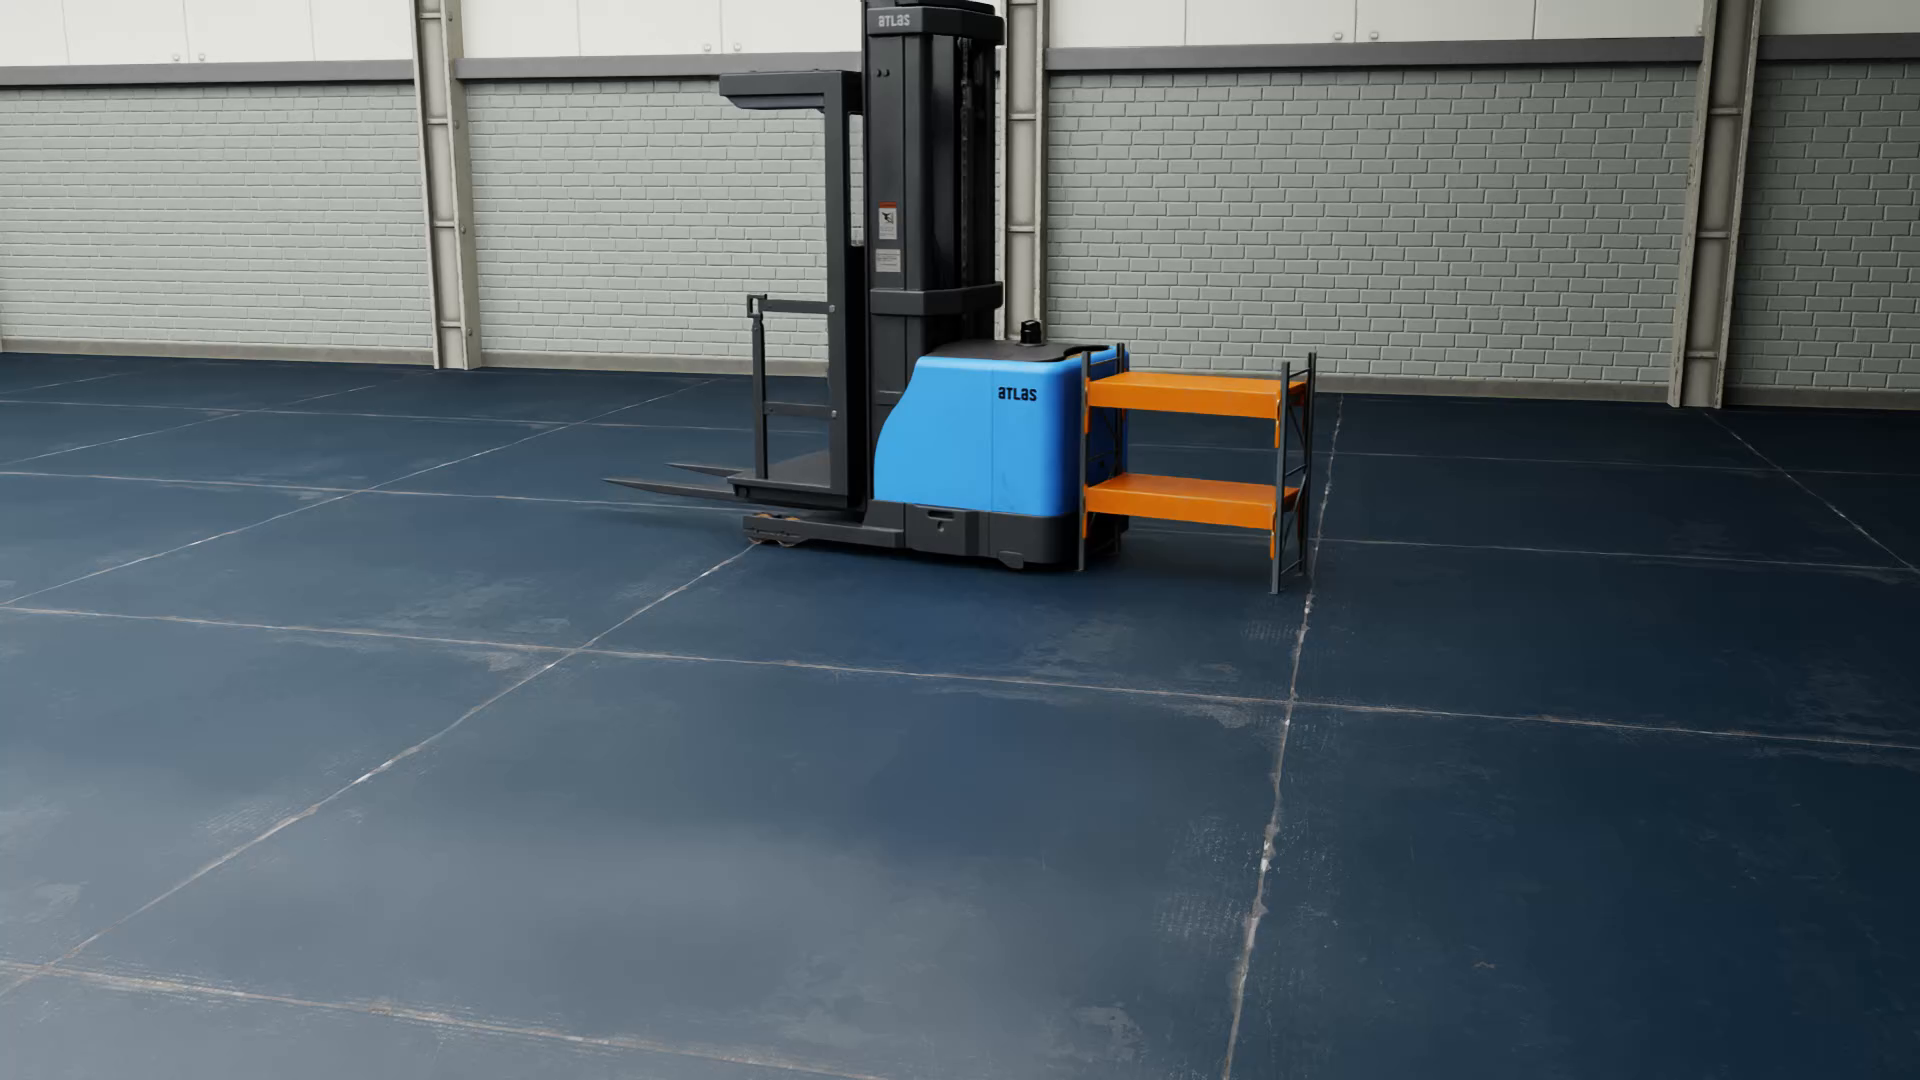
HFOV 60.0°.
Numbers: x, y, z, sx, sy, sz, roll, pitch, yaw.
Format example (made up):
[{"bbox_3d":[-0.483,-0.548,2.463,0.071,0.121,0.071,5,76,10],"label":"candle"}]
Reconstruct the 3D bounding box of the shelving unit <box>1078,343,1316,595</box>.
[{"bbox_3d":[1.184,-0.384,8.365,1.048,1.125,0.538,6,14,27],"label":"shelving unit"}]

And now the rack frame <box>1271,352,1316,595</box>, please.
[{"bbox_3d":[1.636,-0.333,8.137,0.032,1.125,0.500,6,14,27],"label":"rack frame"}]

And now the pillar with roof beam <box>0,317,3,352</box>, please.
[{"bbox_3d":[-12.087,-5.600,13.700,0.400,9.000,9.100,3,13,14],"label":"pillar with roof beam"}]

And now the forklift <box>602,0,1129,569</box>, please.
[{"bbox_3d":[-0.619,-1.484,9.156,3.031,2.935,1.130,6,14,27],"label":"forklift"}]

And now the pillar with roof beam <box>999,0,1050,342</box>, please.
[{"bbox_3d":[-0.436,-4.978,10.893,0.400,9.000,9.100,3,13,14],"label":"pillar with roof beam"}]

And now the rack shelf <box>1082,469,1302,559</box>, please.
[{"bbox_3d":[1.184,-0.145,8.418,1.000,0.278,0.538,6,14,27],"label":"rack shelf"}]

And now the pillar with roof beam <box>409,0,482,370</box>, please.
[{"bbox_3d":[-6.261,-5.289,12.297,0.400,9.000,9.100,3,13,14],"label":"pillar with roof beam"}]

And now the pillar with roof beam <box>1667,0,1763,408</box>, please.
[{"bbox_3d":[5.389,-4.666,9.490,0.400,9.000,9.100,3,13,14],"label":"pillar with roof beam"}]

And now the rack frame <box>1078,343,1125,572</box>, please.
[{"bbox_3d":[0.733,-0.434,8.593,0.032,1.125,0.500,6,14,27],"label":"rack frame"}]

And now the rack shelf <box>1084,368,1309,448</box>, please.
[{"bbox_3d":[1.184,-0.669,8.302,1.000,0.278,0.538,6,14,27],"label":"rack shelf"}]
